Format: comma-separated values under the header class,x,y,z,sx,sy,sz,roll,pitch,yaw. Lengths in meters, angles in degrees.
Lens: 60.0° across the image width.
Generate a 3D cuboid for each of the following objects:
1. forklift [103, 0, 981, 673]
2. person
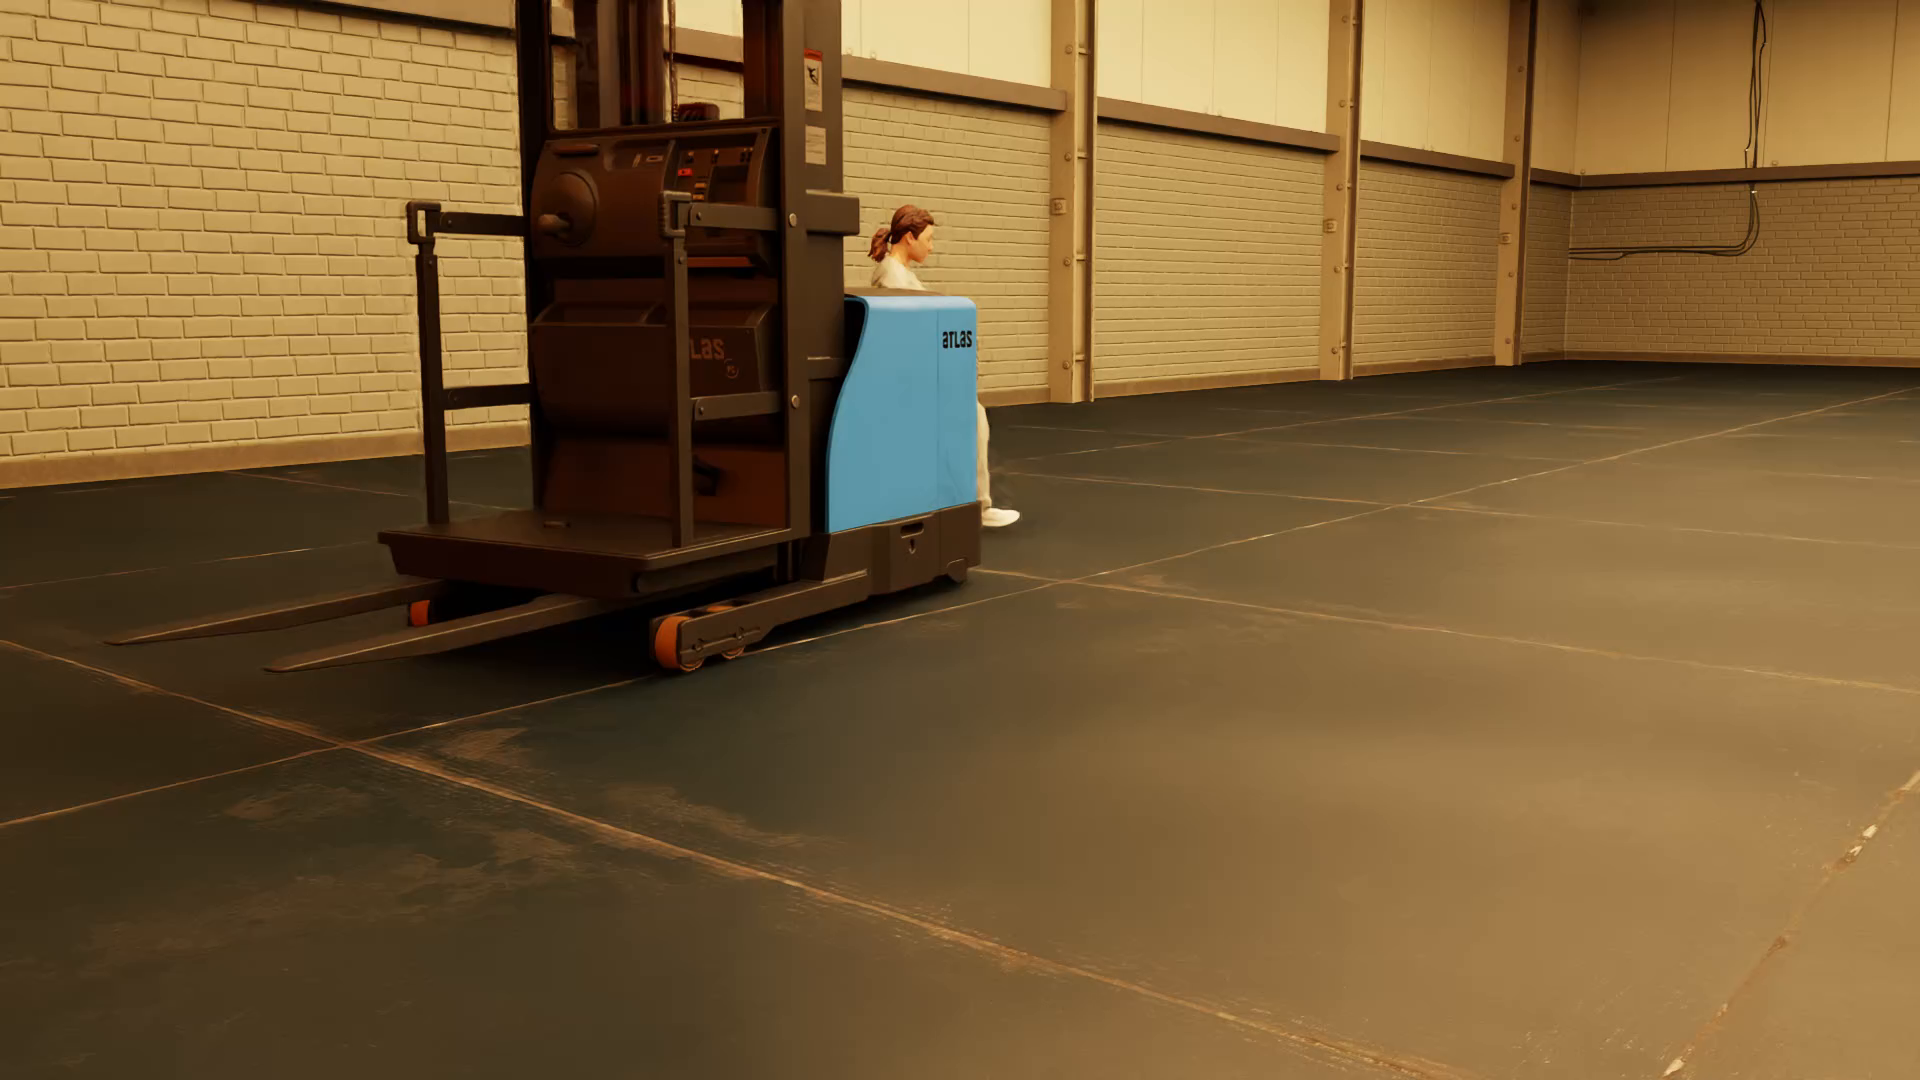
class,x,y,z,sx,sy,sz,roll,pitch,yaw
forklift,-1.094,-1.144,5.098,1.130,2.935,3.031,5,10,30
person,-0.168,-0.810,7.902,0.881,1.538,0.936,0,8,0
